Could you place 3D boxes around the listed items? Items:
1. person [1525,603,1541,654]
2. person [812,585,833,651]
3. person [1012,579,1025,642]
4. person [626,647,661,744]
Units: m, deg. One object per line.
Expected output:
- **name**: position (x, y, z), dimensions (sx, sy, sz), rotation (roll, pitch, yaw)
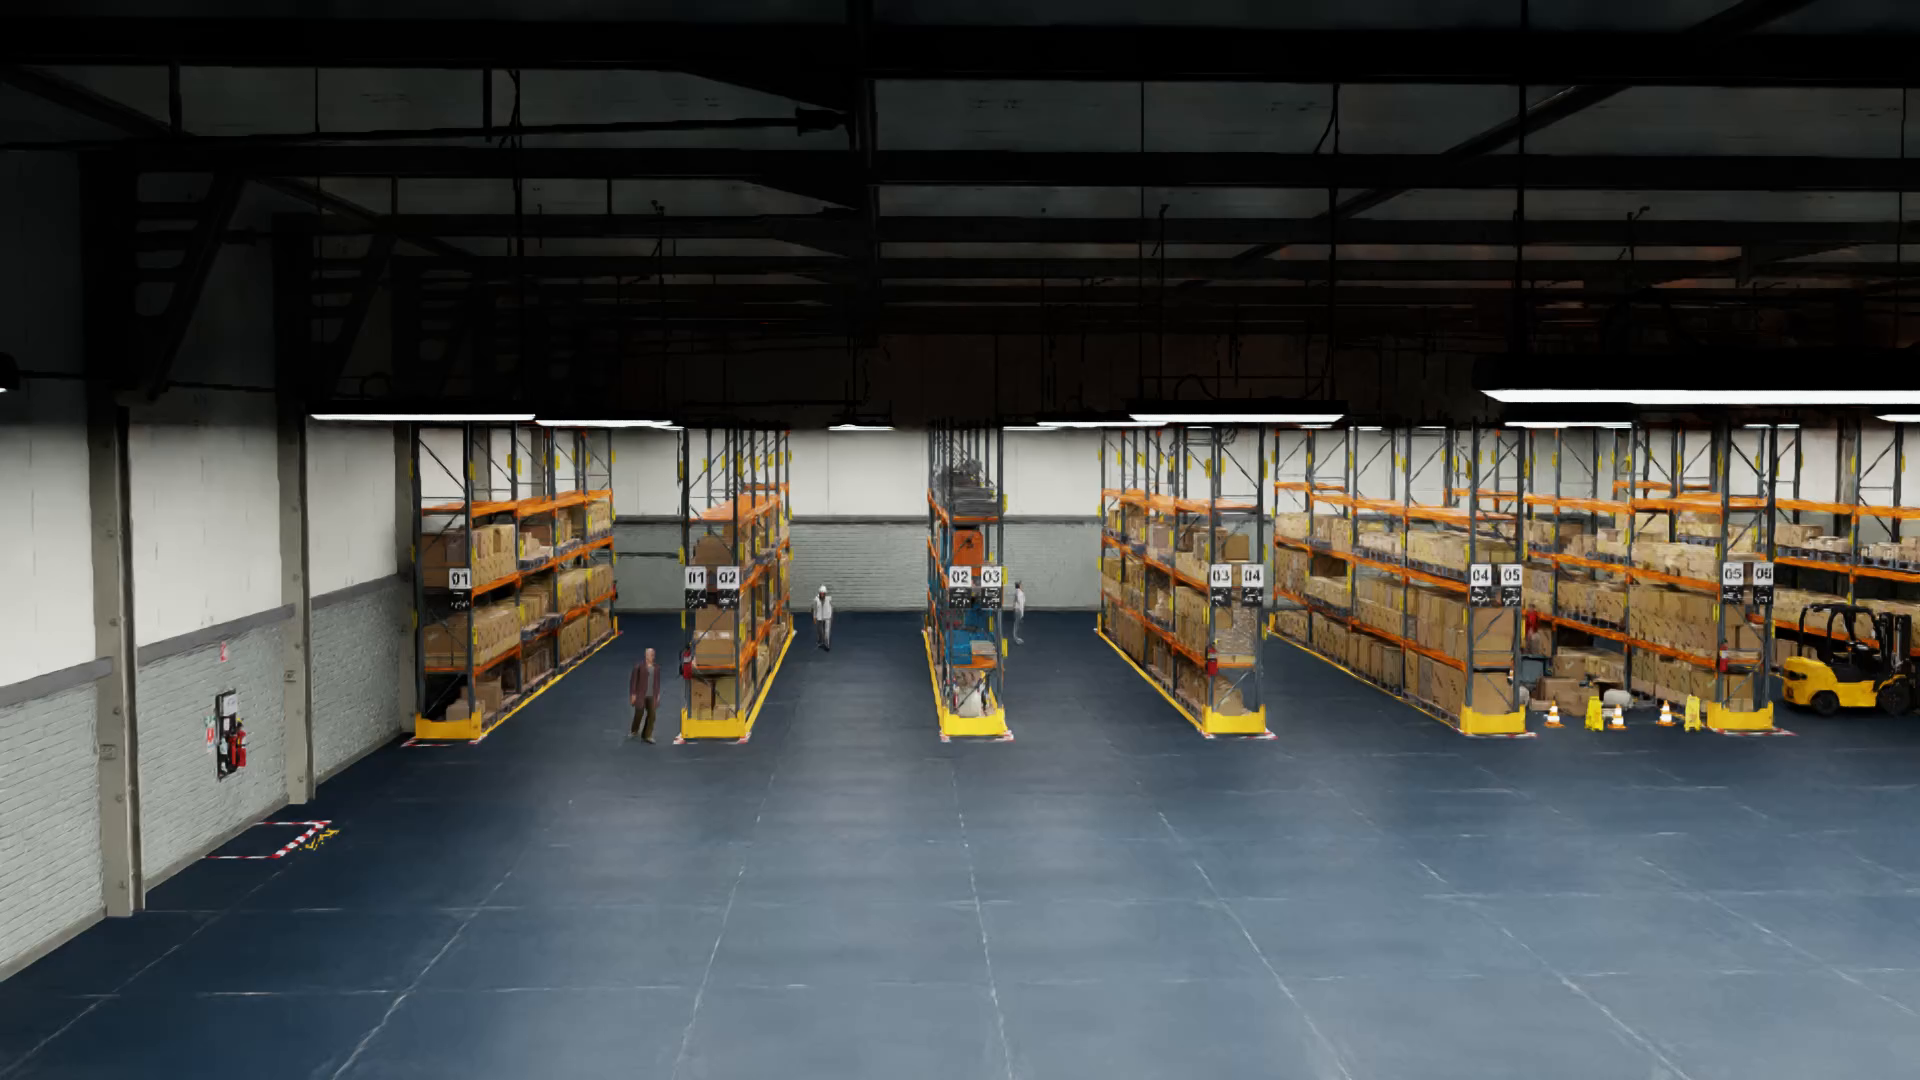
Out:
- **person**: position (13.301, 2.319, 38.797), dimensions (0.597, 1.715, 0.668), rotation (1, 4, 22)
- **person**: position (-3.612, 2.018, 43.628), dimensions (0.543, 1.700, 1.115), rotation (0, 4, 0)
- **person**: position (1.593, 1.912, 45.250), dimensions (0.363, 1.685, 0.602), rotation (-1, 4, -13)
- **person**: position (-5.825, 2.846, 30.602), dimensions (0.635, 1.770, 0.584), rotation (-3, 5, -36)
